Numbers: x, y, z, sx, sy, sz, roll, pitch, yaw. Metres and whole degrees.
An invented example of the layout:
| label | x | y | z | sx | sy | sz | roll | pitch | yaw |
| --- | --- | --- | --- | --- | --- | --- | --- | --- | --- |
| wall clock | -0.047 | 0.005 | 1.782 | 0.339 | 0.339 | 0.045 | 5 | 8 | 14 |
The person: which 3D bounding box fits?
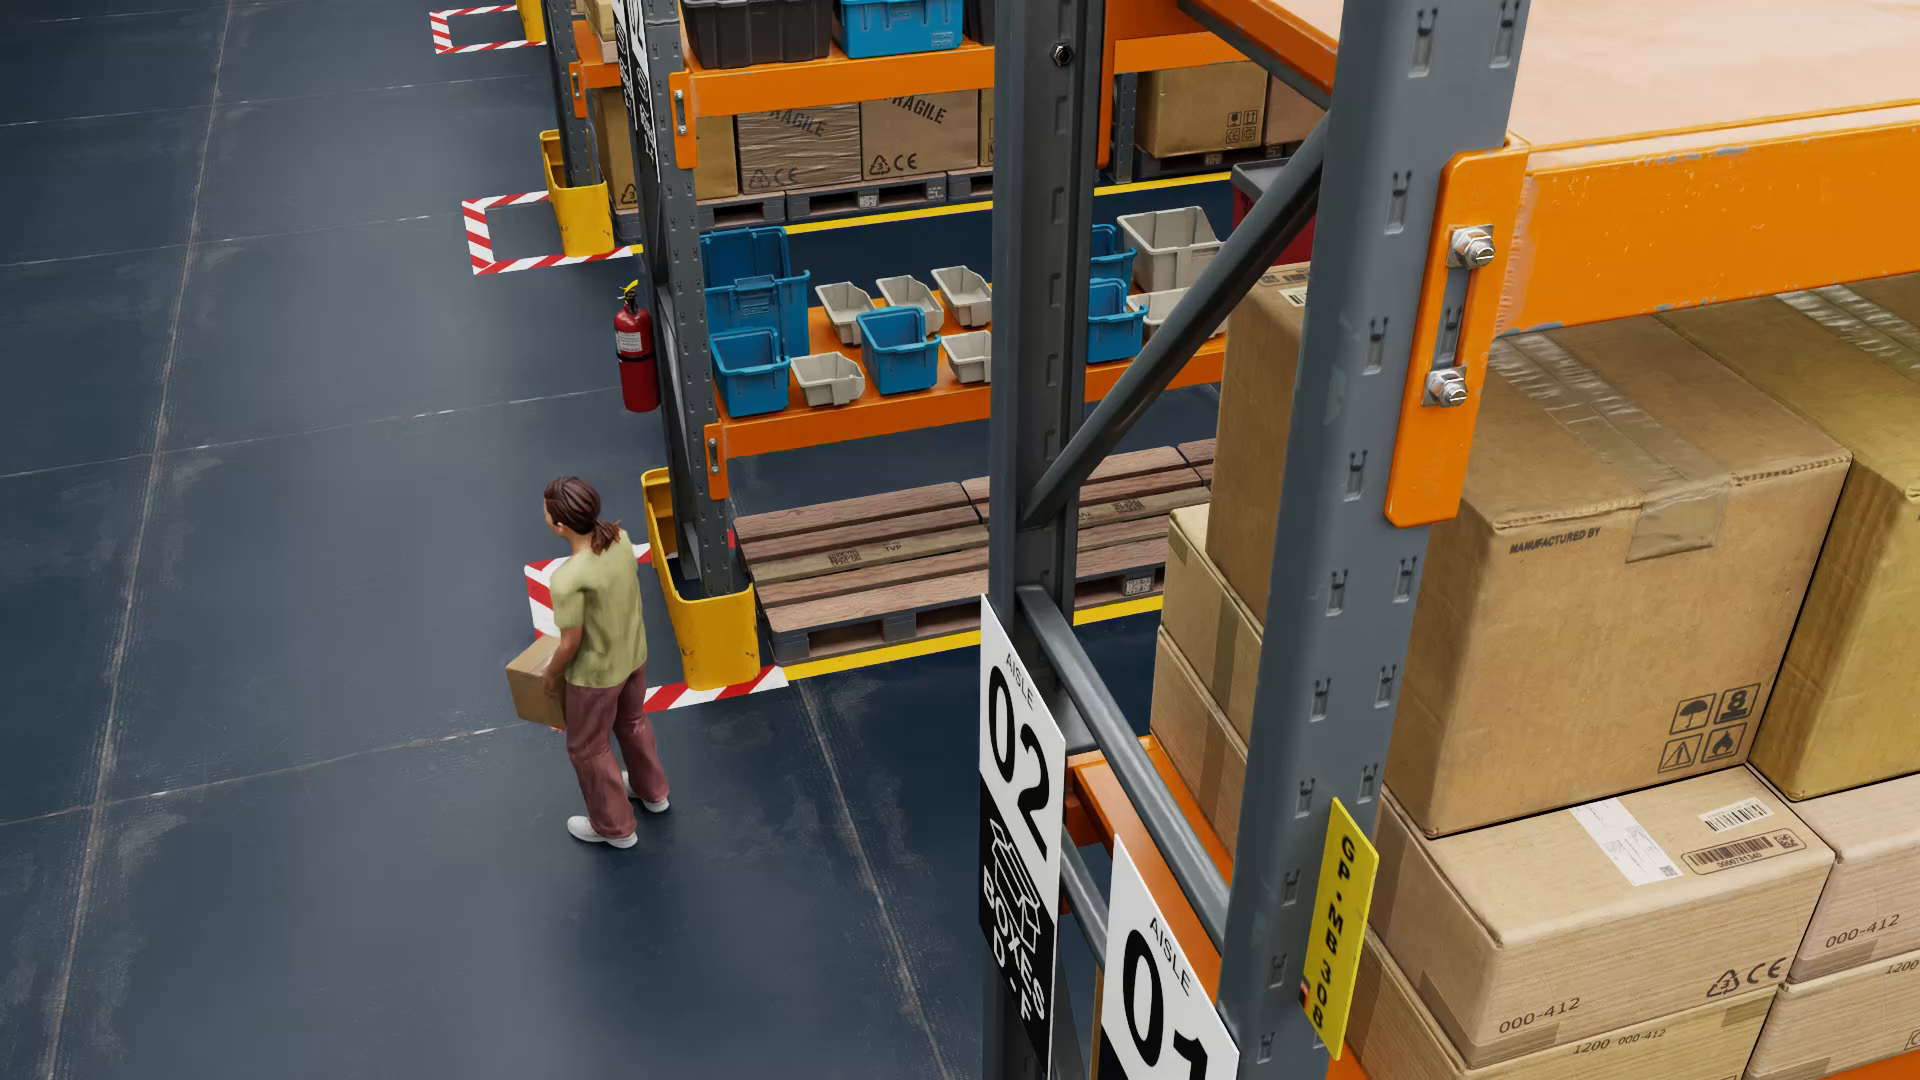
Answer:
| label | x | y | z | sx | sy | sz | roll | pitch | yaw |
| --- | --- | --- | --- | --- | --- | --- | --- | --- | --- |
| person | -1.397 | 0.477 | 6.434 | 0.361 | 1.676 | 0.477 | 15 | 37 | 21 |
